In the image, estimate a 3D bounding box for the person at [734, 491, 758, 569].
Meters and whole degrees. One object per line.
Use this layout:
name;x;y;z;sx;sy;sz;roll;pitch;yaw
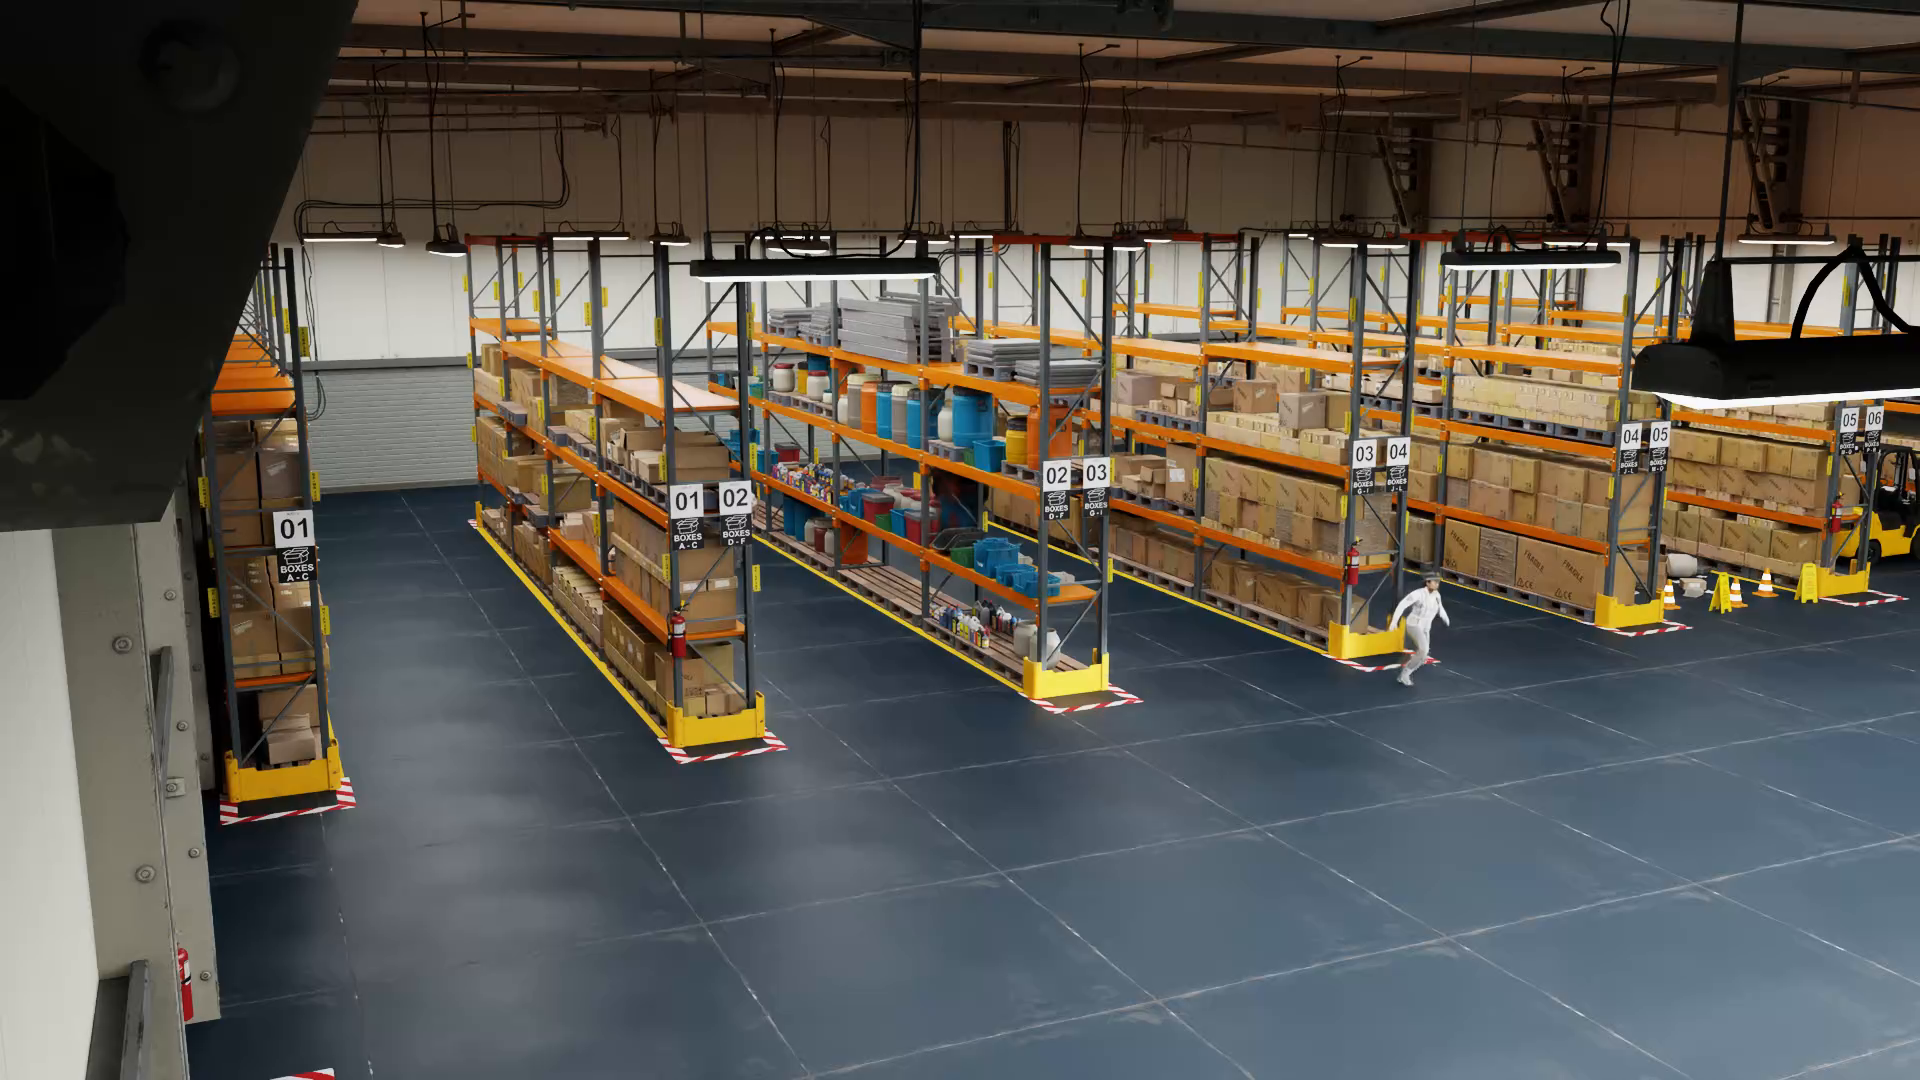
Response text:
person;-3.979;-0.319;30.495;0.548;1.675;0.766;-4;12;-19

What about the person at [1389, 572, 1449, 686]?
person;6.355;1.229;22.756;0.773;1.607;0.625;-9;14;-40

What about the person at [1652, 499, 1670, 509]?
person;14.502;-1.034;33.931;0.679;1.727;0.587;-8;13;-34

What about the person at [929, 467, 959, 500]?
person;-0.315;-0.860;33.103;0.662;1.710;0.695;-5;12;-24
